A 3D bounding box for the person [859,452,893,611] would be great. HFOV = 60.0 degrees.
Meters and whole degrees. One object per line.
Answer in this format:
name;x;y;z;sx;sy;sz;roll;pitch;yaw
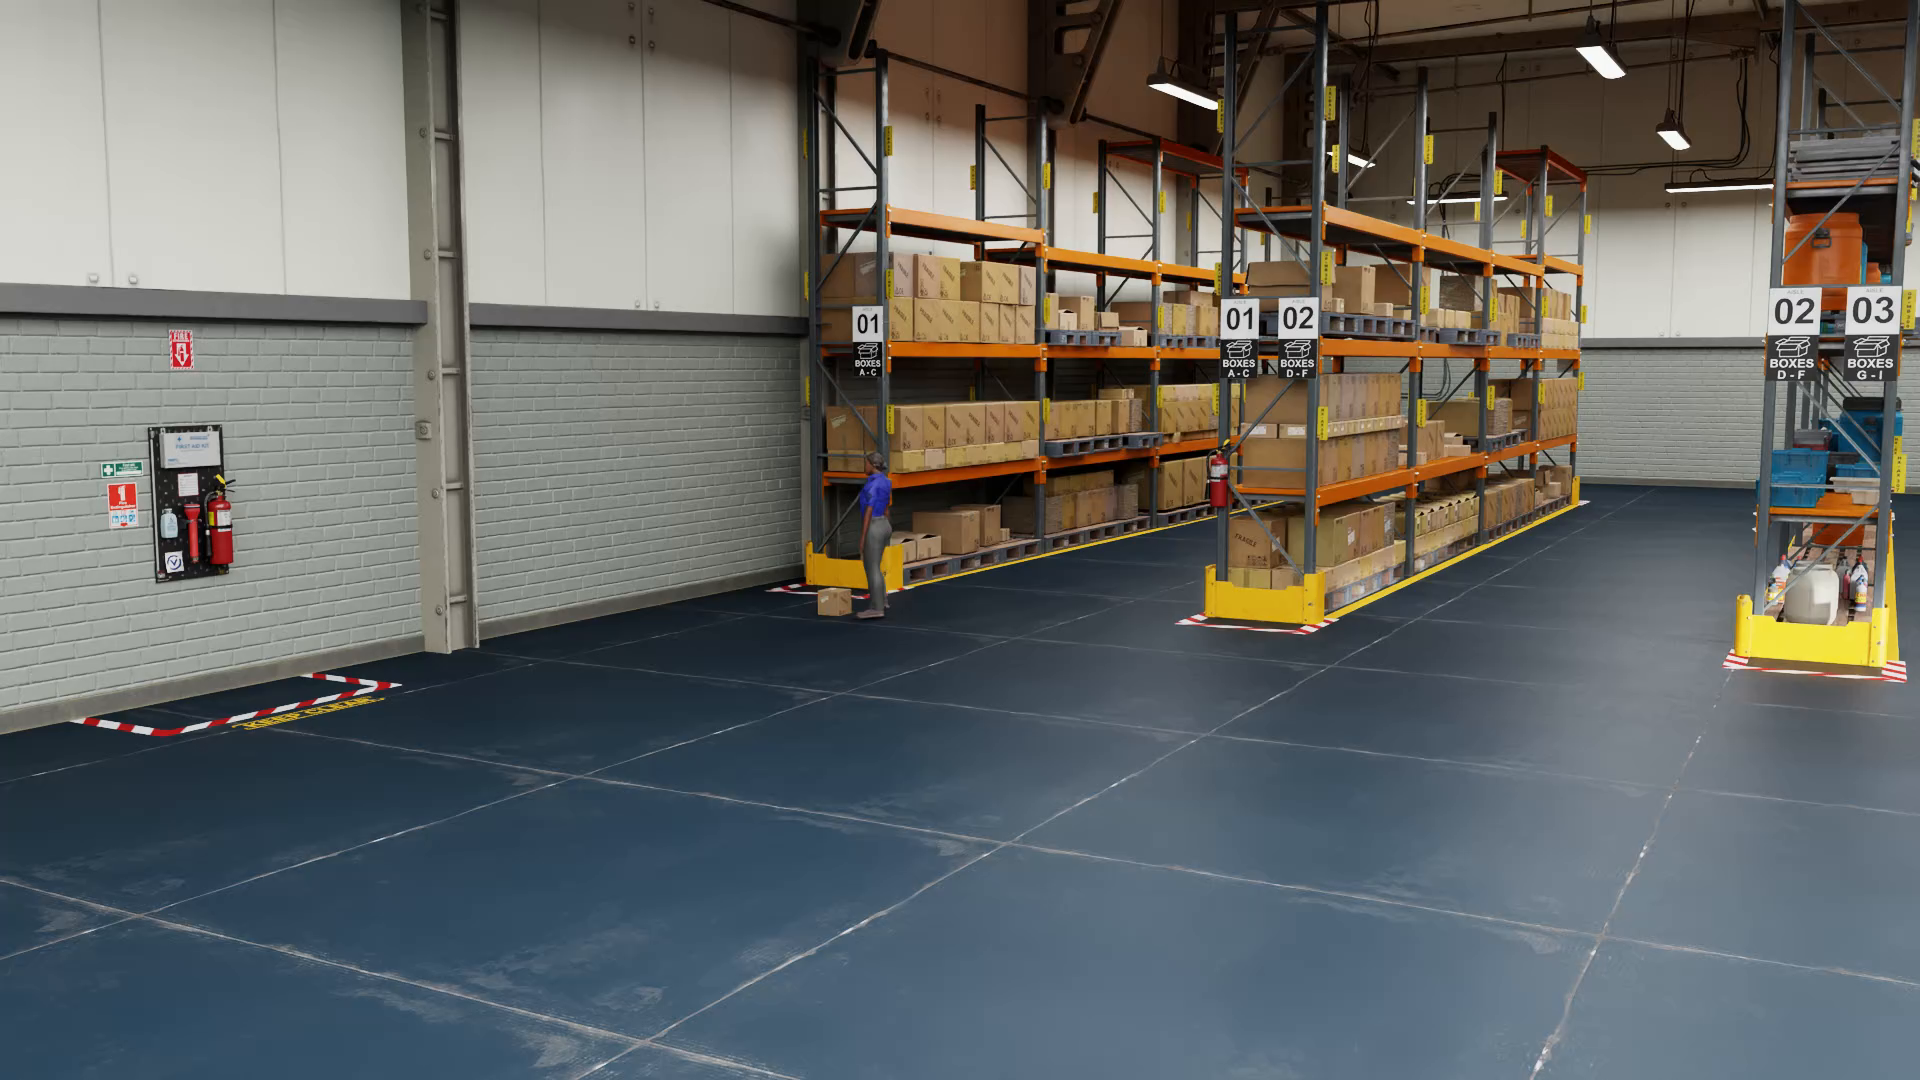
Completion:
person;-0.869;-0.095;16.740;0.343;1.589;0.485;2;7;22
